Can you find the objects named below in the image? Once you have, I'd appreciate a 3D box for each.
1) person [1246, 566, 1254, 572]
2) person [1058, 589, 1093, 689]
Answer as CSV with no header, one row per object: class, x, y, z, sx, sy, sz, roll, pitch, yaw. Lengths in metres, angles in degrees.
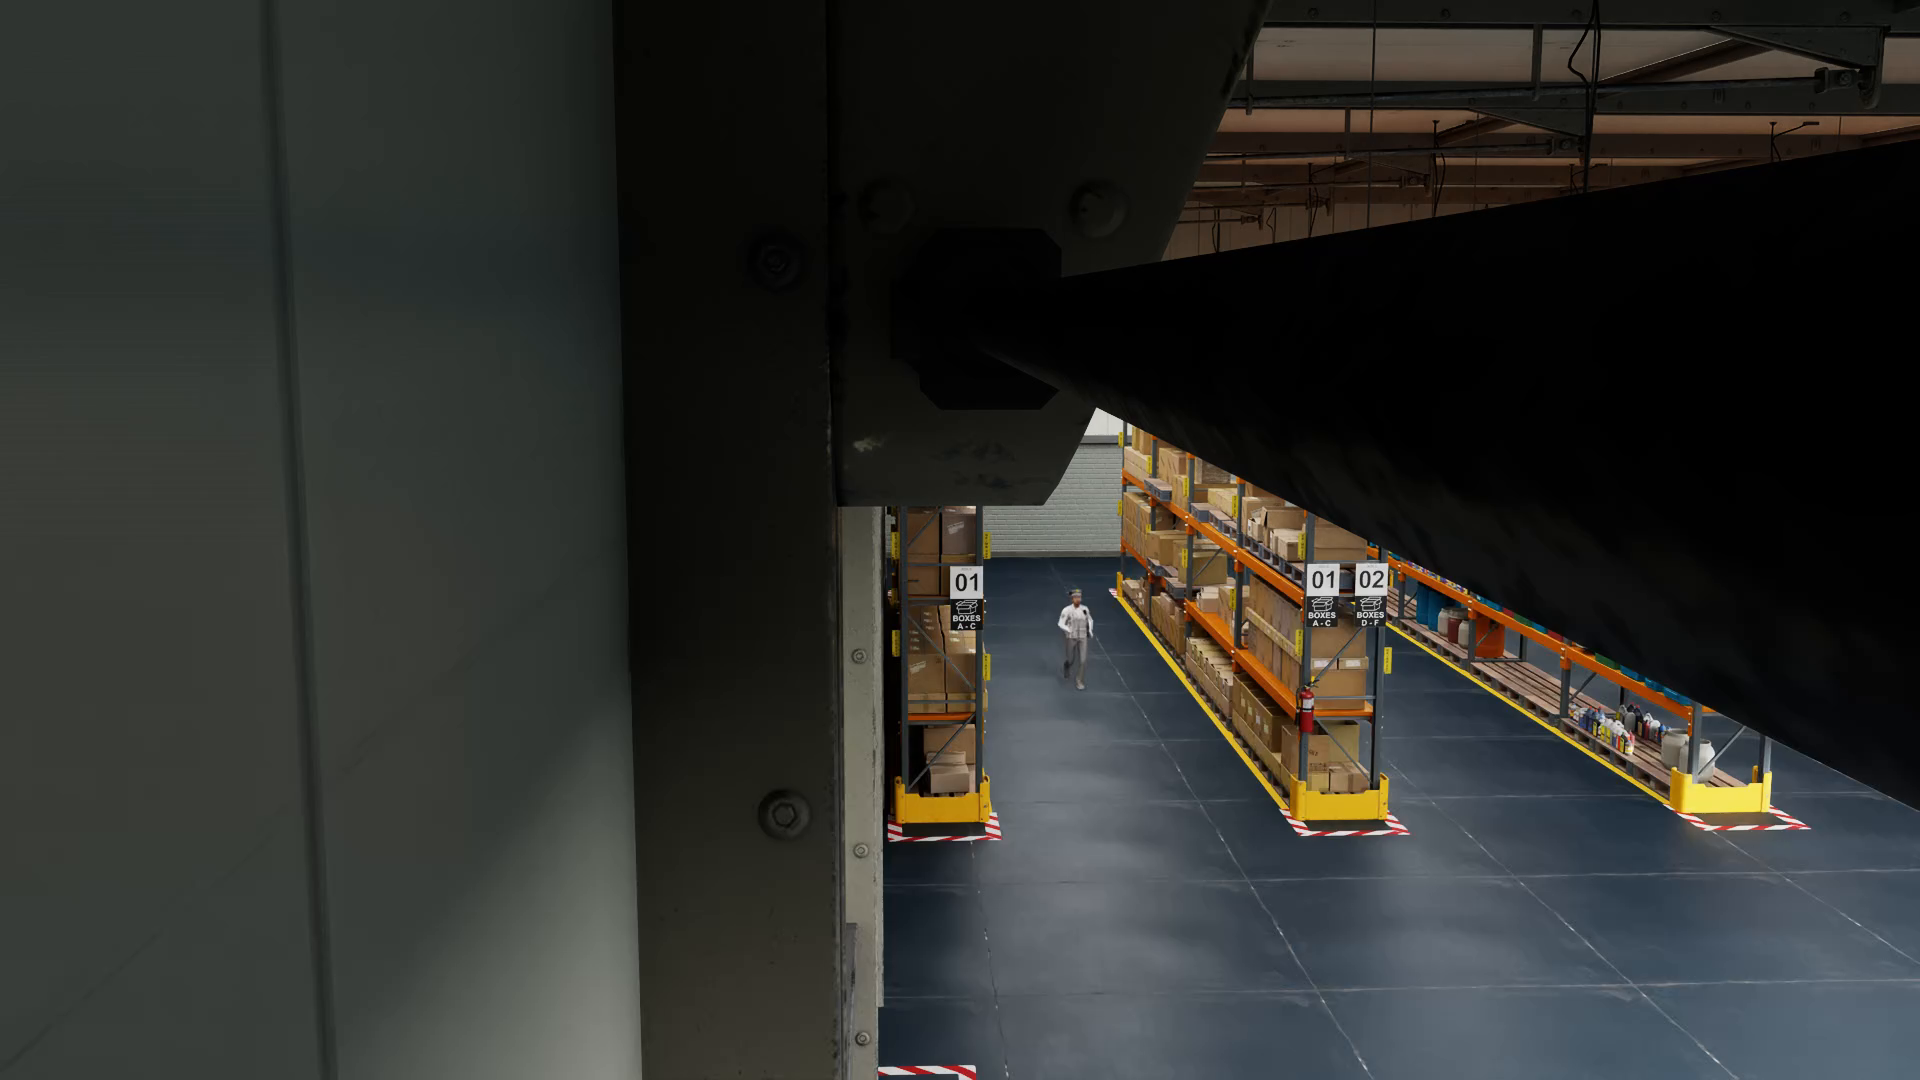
person,6.951,-0.067,39.816,0.727,1.677,0.542,2,8,17
person,1.949,1.626,27.694,0.625,1.653,0.669,-2,8,-11
